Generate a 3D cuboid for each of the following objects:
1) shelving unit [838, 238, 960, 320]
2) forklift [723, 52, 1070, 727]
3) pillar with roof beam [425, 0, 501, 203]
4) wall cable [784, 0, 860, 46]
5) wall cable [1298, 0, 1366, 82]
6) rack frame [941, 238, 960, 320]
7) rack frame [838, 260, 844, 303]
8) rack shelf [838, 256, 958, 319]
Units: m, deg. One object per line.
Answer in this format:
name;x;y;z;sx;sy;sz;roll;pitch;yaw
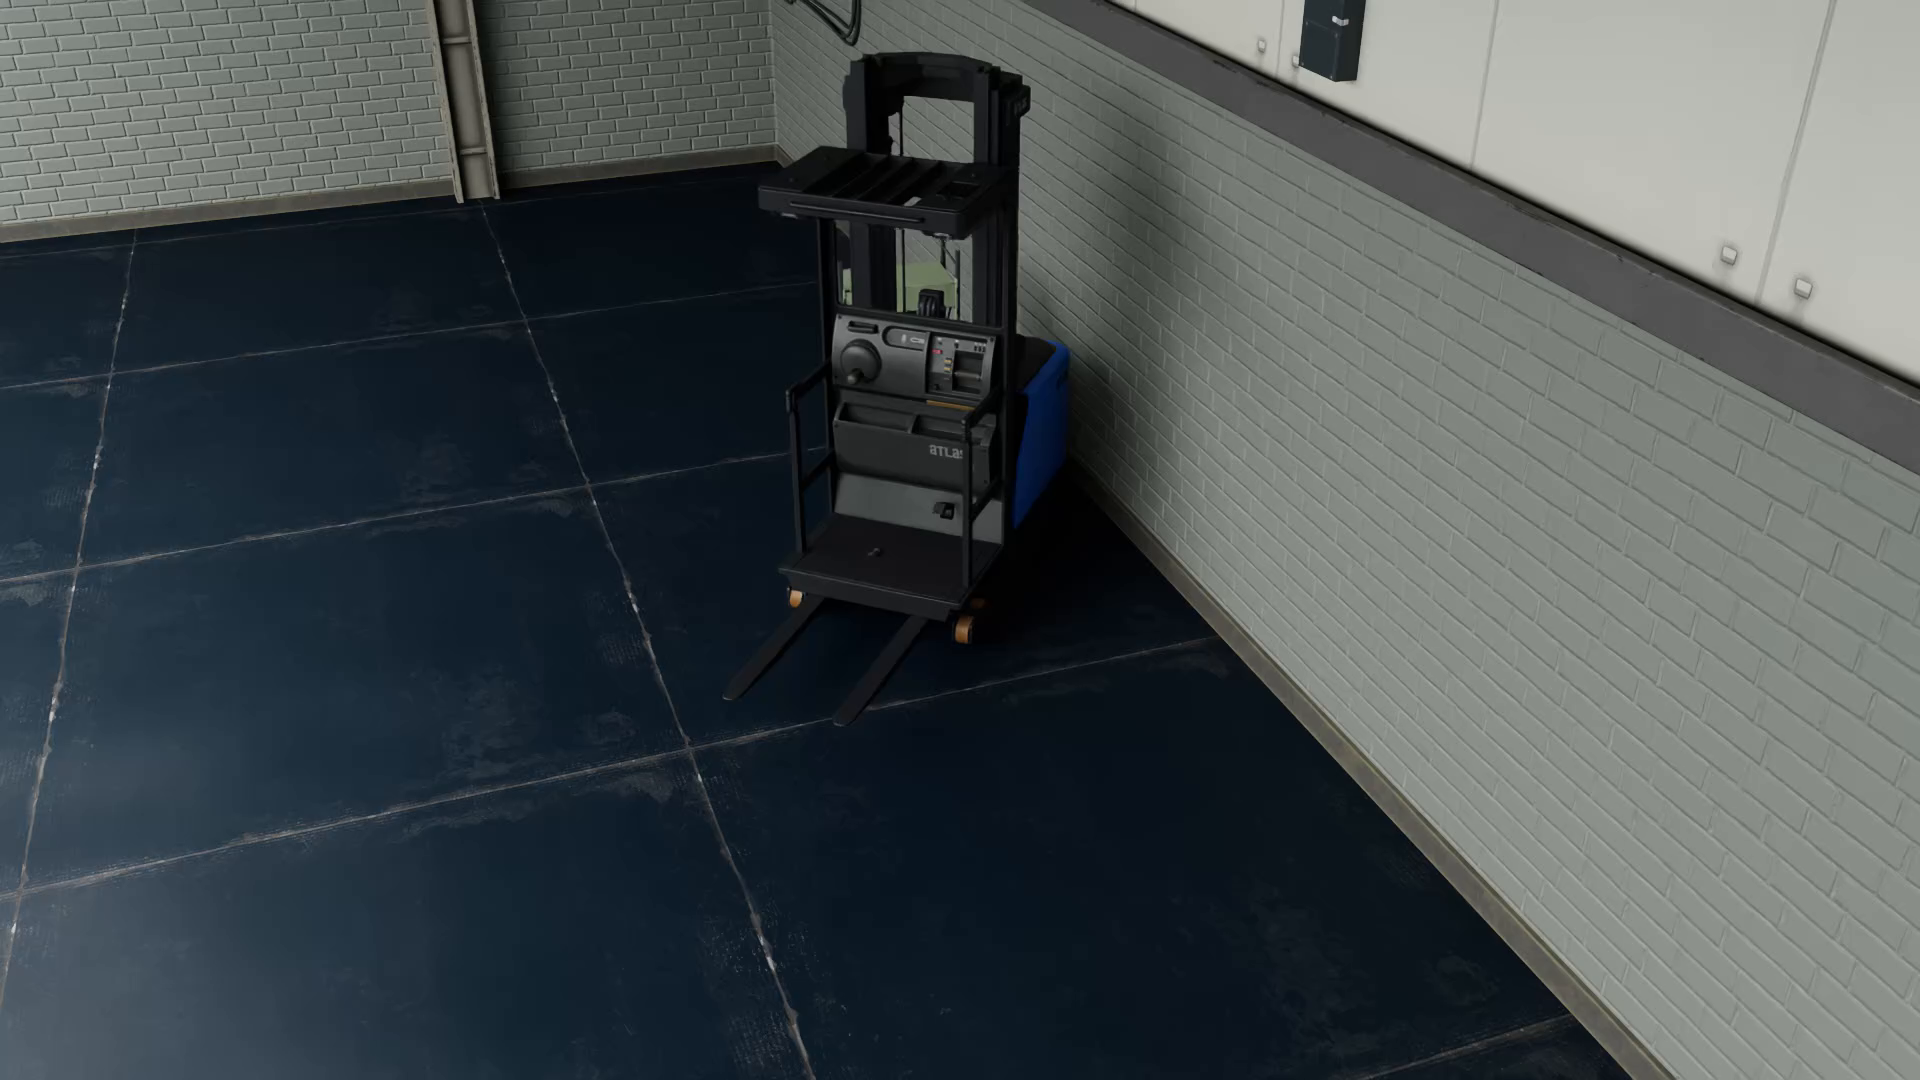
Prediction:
shelving unit;-0.412;-1.167;10.634;0.755;1.500;0.431;-7;31;-13
forklift;-0.327;-0.934;8.780;1.130;2.935;3.031;11;31;18
pillar with roof beam;-3.099;-5.195;10.128;0.400;9.000;9.100;-10;31;-18
wall cable;-1.378;-5.738;14.218;0.112;2.526;3.097;-10;31;-18
wall cable;1.917;-4.157;4.872;0.169;6.003;2.305;-10;31;-18
rack frame;-0.058;-1.213;10.715;0.023;1.500;0.400;-7;31;-13
rack frame;-0.766;-1.121;10.553;0.023;1.500;0.400;-7;31;-13
rack shelf;-0.412;-1.506;10.441;0.720;0.370;0.431;-7;31;-13
